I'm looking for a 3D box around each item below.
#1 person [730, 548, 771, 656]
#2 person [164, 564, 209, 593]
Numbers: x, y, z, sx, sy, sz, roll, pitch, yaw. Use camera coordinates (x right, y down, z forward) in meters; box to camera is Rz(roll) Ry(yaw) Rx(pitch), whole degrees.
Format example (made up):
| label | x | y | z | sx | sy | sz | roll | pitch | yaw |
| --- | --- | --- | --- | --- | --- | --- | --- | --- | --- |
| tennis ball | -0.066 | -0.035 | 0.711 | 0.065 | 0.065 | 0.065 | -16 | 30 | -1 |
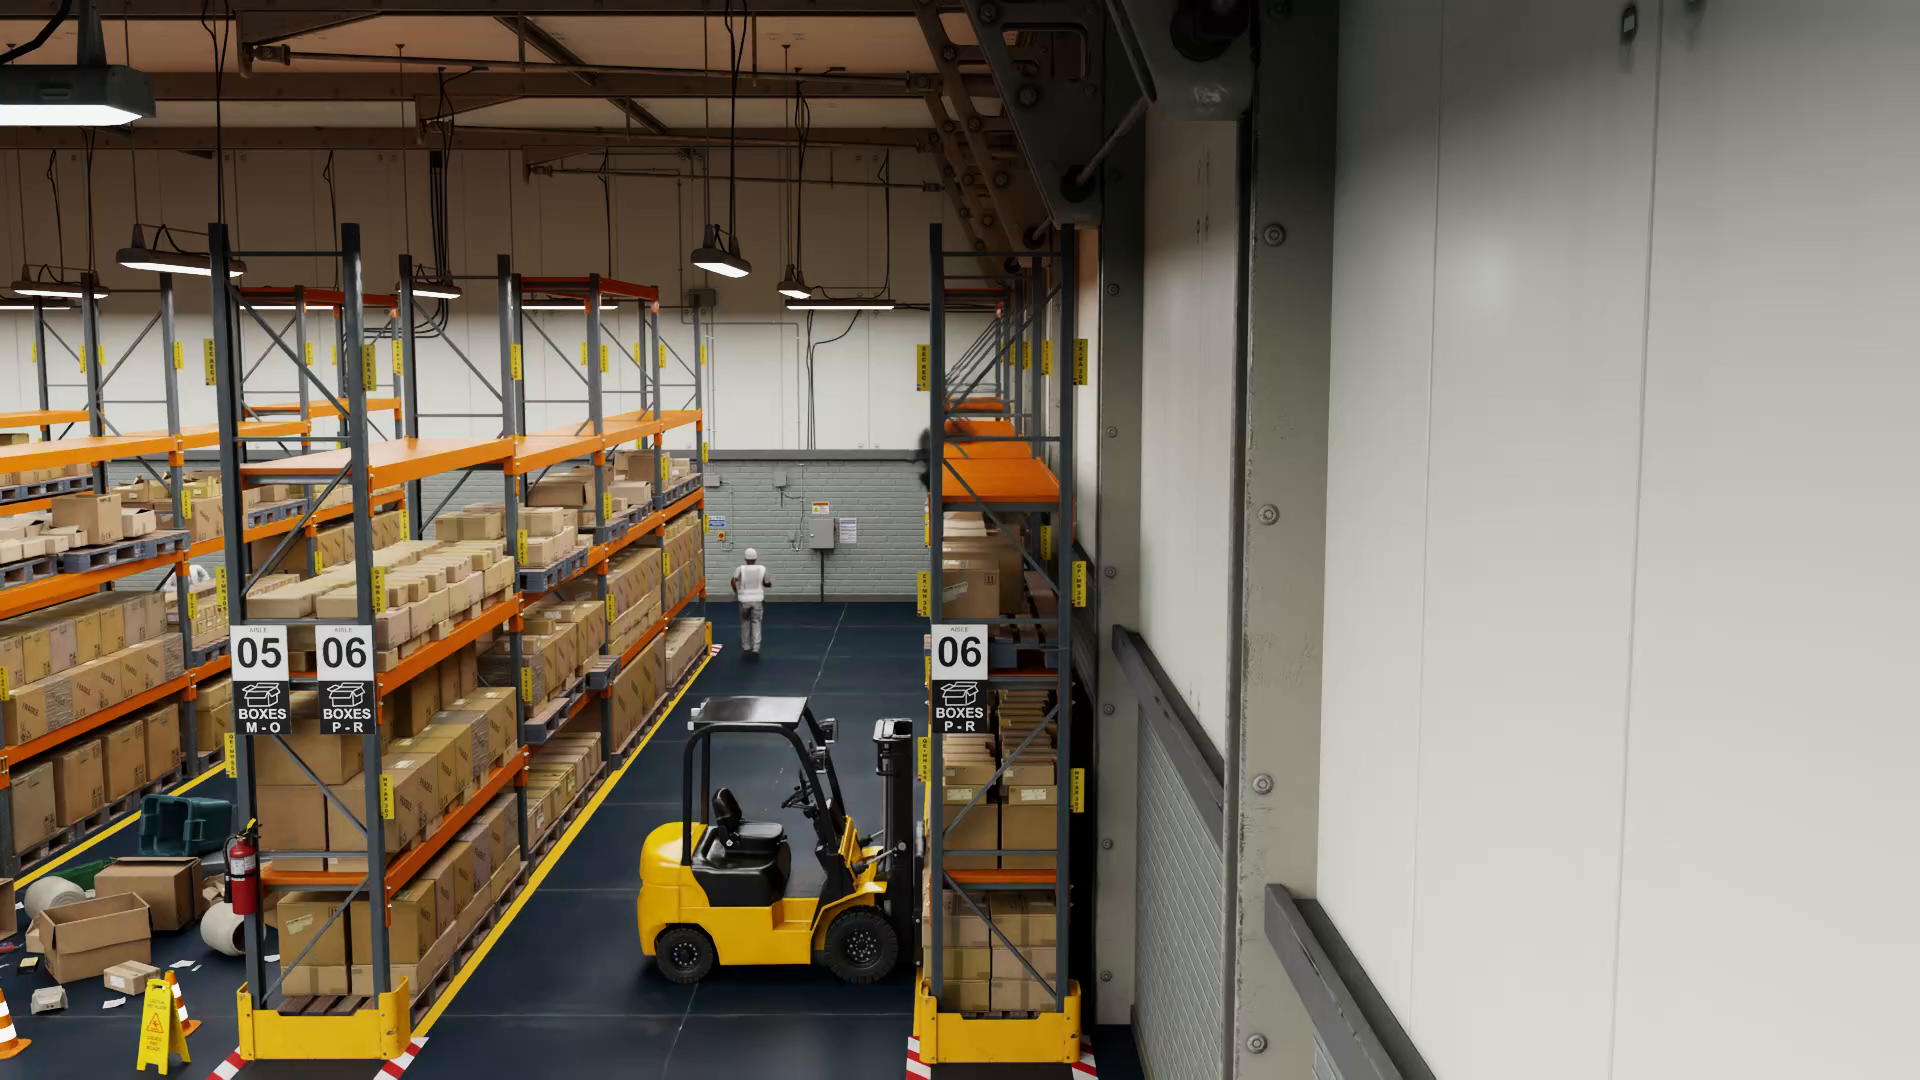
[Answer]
| label | x | y | z | sx | sy | sz | roll | pitch | yaw |
| --- | --- | --- | --- | --- | --- | --- | --- | --- | --- |
| person | -3.459 | 1.038 | 27.567 | 0.668 | 1.817 | 0.817 | -1 | 7 | -7 |
| person | -12.951 | 1.059 | 28.077 | 0.842 | 1.734 | 0.747 | -4 | 8 | -29 |
